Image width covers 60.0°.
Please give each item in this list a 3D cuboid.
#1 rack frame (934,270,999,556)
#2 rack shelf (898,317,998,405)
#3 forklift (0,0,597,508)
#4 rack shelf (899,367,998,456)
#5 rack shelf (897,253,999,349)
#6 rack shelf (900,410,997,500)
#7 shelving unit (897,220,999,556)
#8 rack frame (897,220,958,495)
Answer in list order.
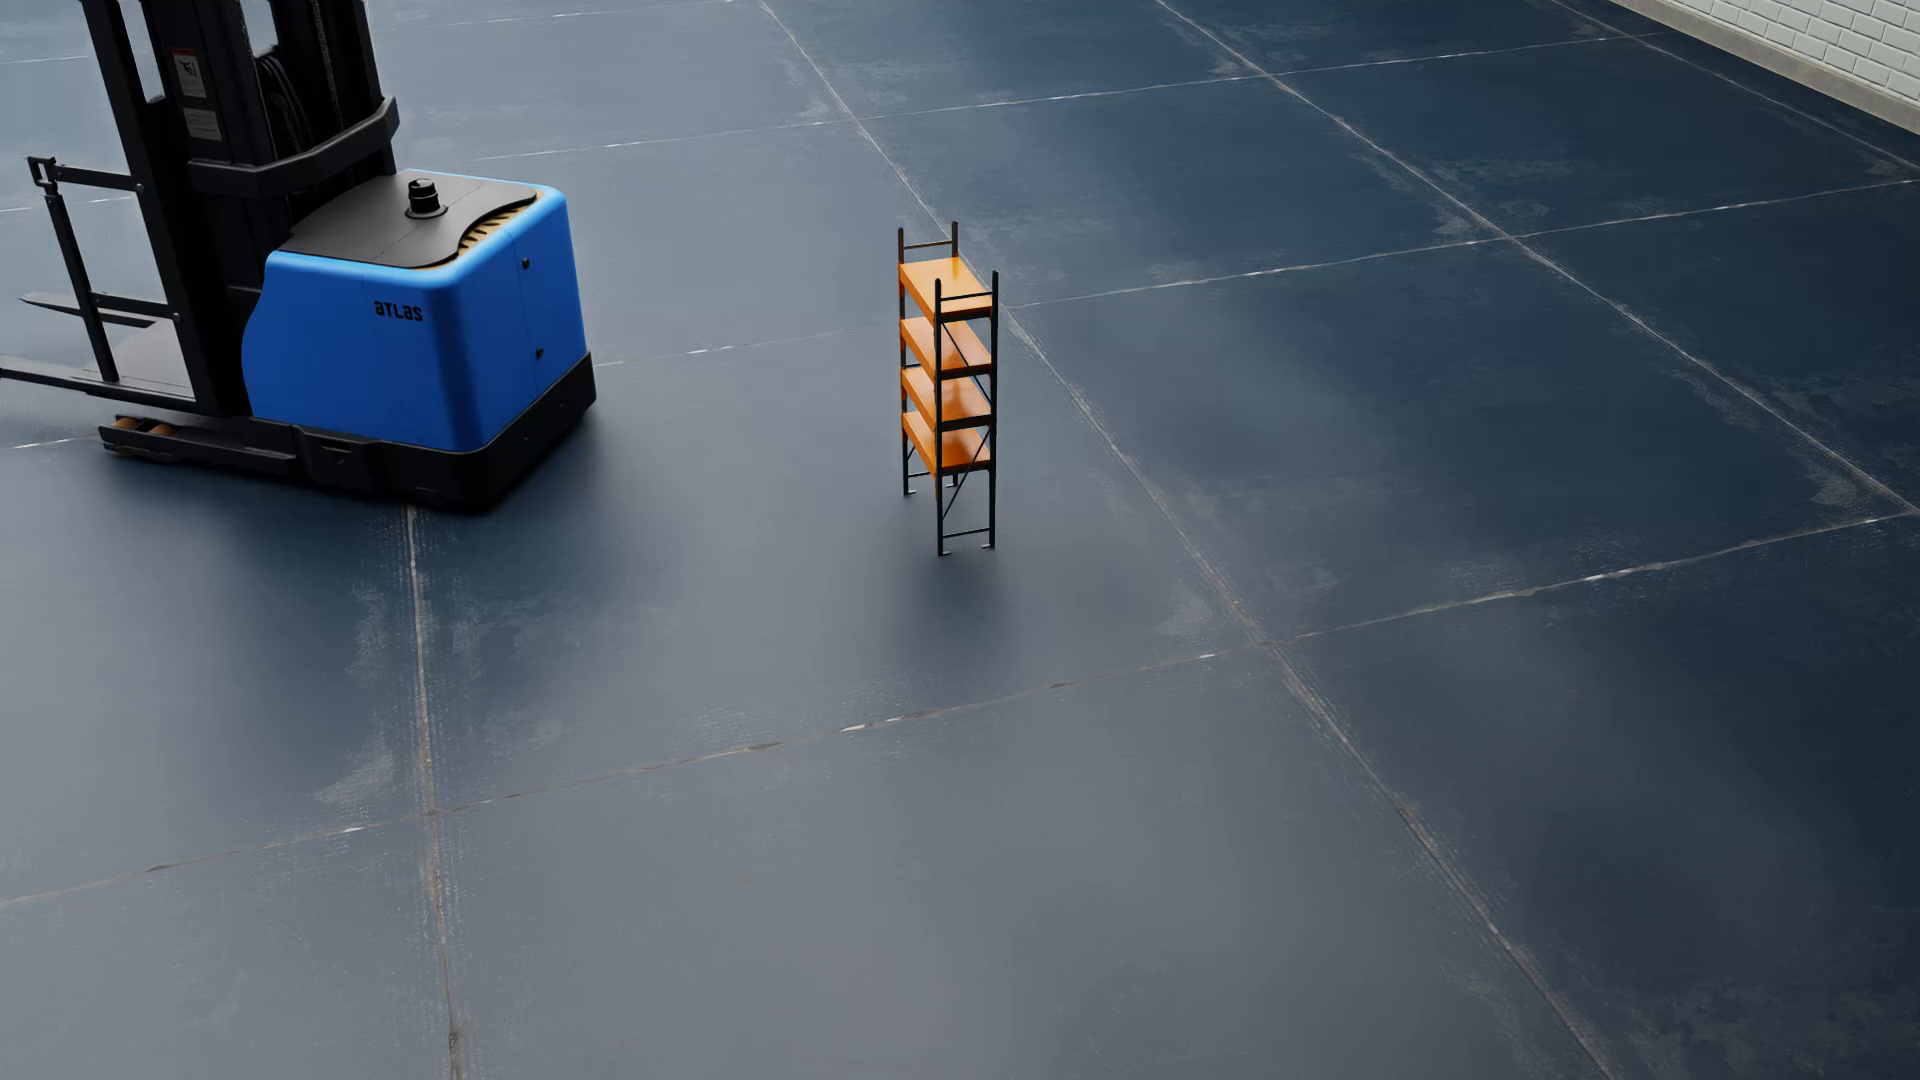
[{"bbox_3d":[0.024,-0.459,6.357,0.240,1.200,0.015,-10,35,-15],"label":"rack frame"},{"bbox_3d":[-0.050,-0.718,6.465,0.258,0.148,0.480,-10,35,-15],"label":"rack shelf"},{"bbox_3d":[-3.236,-1.822,6.848,3.031,2.935,1.130,10,35,15],"label":"forklift"},{"bbox_3d":[-0.050,-0.531,6.588,0.258,0.148,0.480,-10,35,-15],"label":"rack shelf"},{"bbox_3d":[-0.050,-0.915,6.334,0.258,0.148,0.480,-10,35,-15],"label":"rack shelf"},{"bbox_3d":[-0.050,-0.366,6.697,0.258,0.148,0.480,-10,35,-15],"label":"rack shelf"},{"bbox_3d":[-0.050,-0.587,6.551,0.258,1.200,0.503,-10,35,-15],"label":"shelving unit"},{"bbox_3d":[-0.125,-0.716,6.745,0.240,1.200,0.015,-10,35,-15],"label":"rack frame"}]
